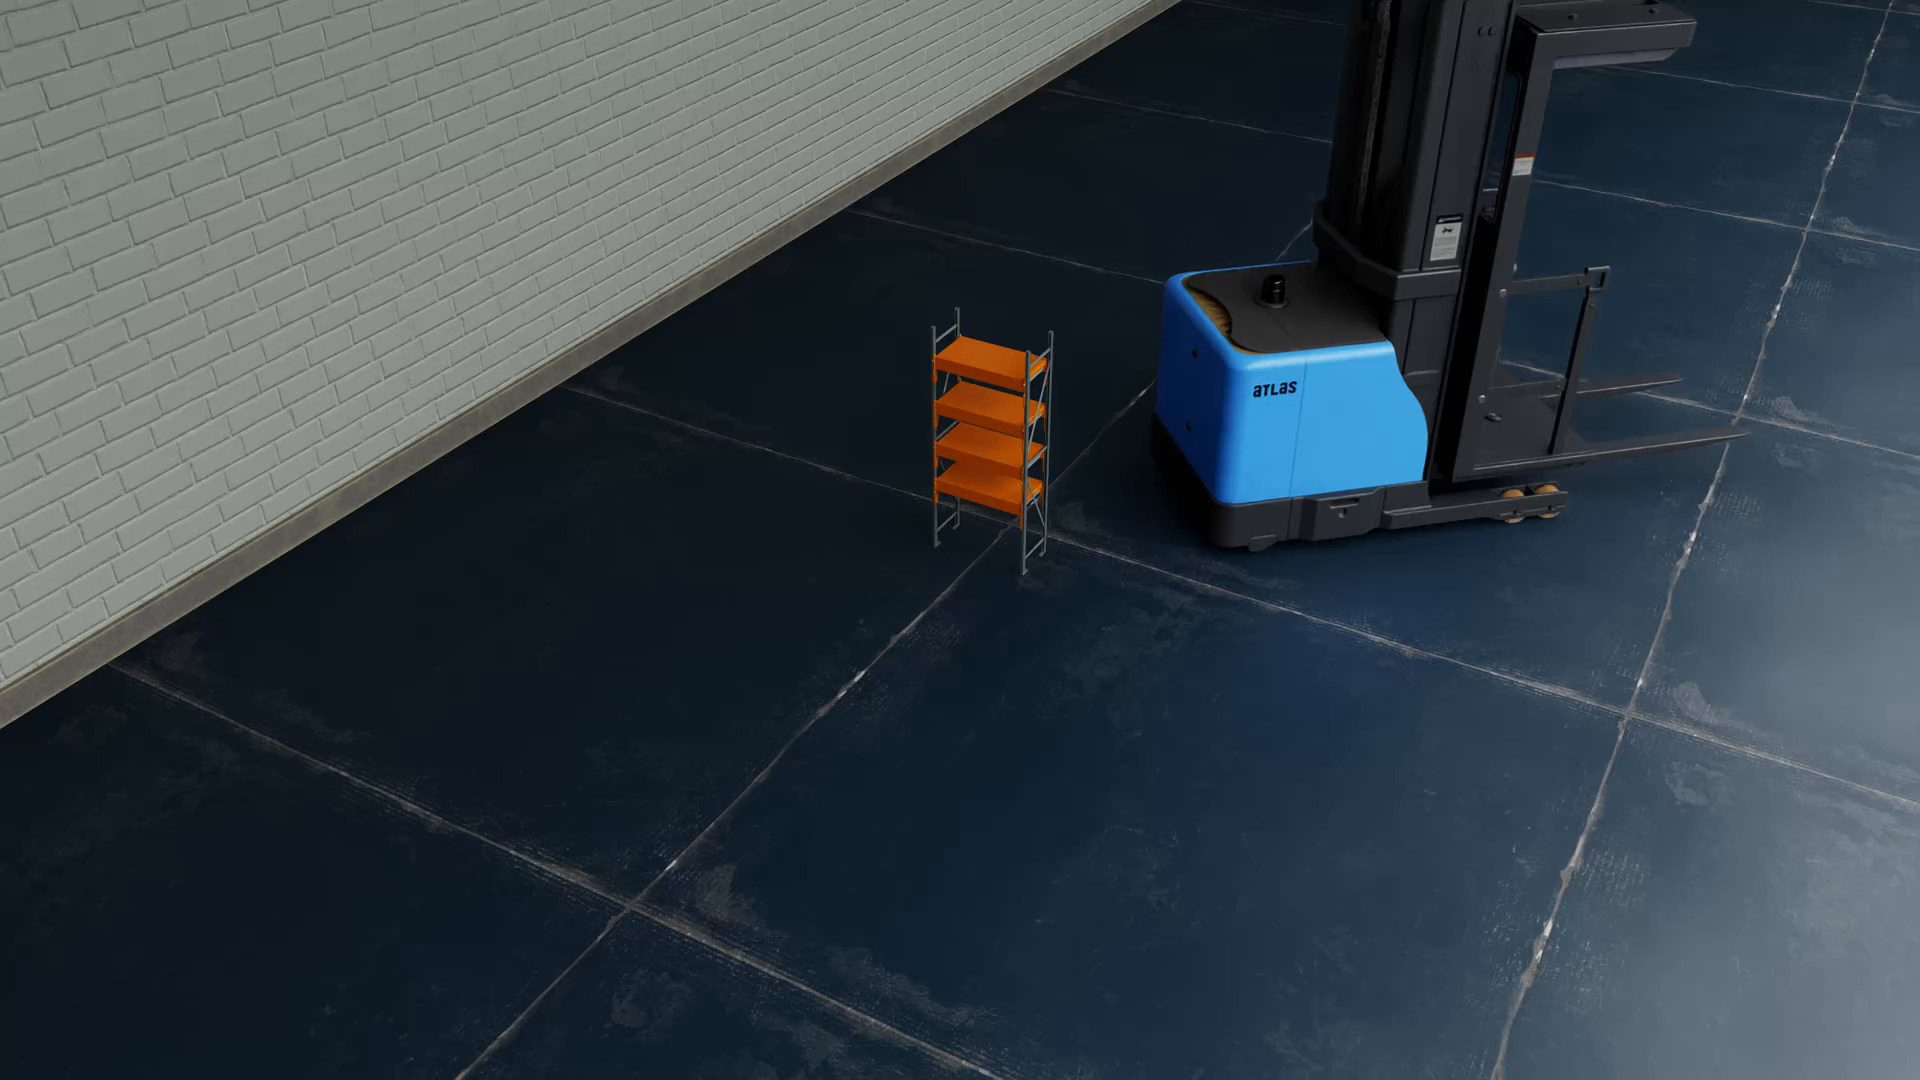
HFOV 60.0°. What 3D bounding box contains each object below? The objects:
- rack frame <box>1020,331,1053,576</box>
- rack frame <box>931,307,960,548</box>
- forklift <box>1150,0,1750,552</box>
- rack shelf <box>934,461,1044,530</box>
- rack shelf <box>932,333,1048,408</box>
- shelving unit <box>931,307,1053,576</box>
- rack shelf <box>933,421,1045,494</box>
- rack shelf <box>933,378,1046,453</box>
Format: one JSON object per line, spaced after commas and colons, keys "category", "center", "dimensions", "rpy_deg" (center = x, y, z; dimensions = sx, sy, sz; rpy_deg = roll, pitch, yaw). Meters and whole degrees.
{"category": "rack frame", "center": [0.356, -0.387, 7.748], "dimensions": [0.015, 1.200, 0.240], "rpy_deg": [18, 37, 24]}
{"category": "rack frame", "center": [-0.068, -0.521, 7.950], "dimensions": [0.015, 1.200, 0.240], "rpy_deg": [18, 37, 24]}
{"category": "forklift", "center": [2.582, -1.584, 7.984], "dimensions": [3.031, 2.935, 1.130], "rpy_deg": [-7, 34, -11]}
{"category": "rack shelf", "center": [0.144, -0.233, 7.996], "dimensions": [0.480, 0.148, 0.258], "rpy_deg": [18, 37, 24]}
{"category": "rack shelf", "center": [0.144, -0.781, 7.631], "dimensions": [0.480, 0.148, 0.258], "rpy_deg": [18, 37, 24]}
{"category": "shelving unit", "center": [0.144, -0.454, 7.849], "dimensions": [0.503, 1.200, 0.258], "rpy_deg": [18, 37, 24]}
{"category": "rack shelf", "center": [0.144, -0.398, 7.886], "dimensions": [0.480, 0.148, 0.258], "rpy_deg": [18, 37, 24]}
{"category": "rack shelf", "center": [0.144, -0.584, 7.762], "dimensions": [0.480, 0.148, 0.258], "rpy_deg": [18, 37, 24]}
